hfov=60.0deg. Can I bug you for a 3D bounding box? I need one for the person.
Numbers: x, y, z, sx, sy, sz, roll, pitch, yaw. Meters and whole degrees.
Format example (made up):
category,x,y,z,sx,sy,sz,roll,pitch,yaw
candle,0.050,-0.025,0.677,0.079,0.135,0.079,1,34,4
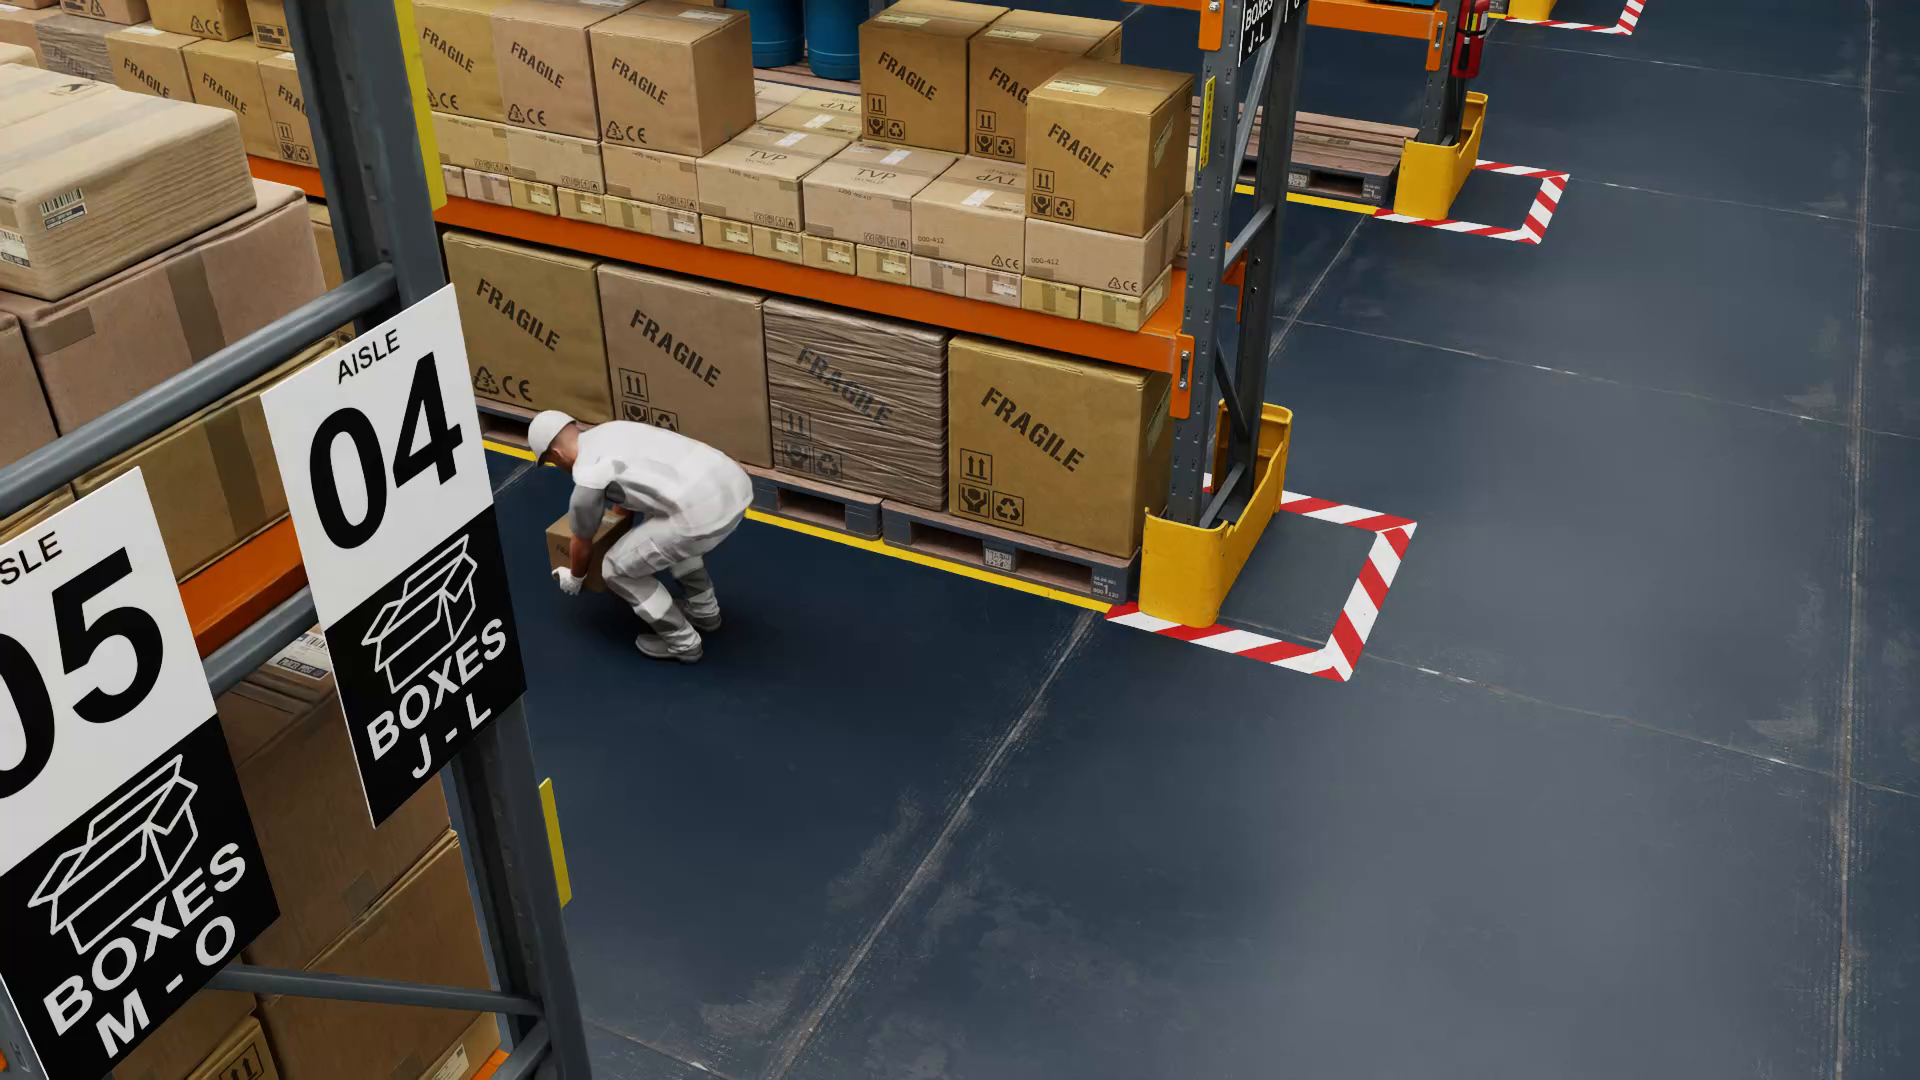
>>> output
category,x,y,z,sx,sy,sz,roll,pitch,yaw
person,-1.312,-0.029,6.886,0.952,0.994,0.530,13,35,18
